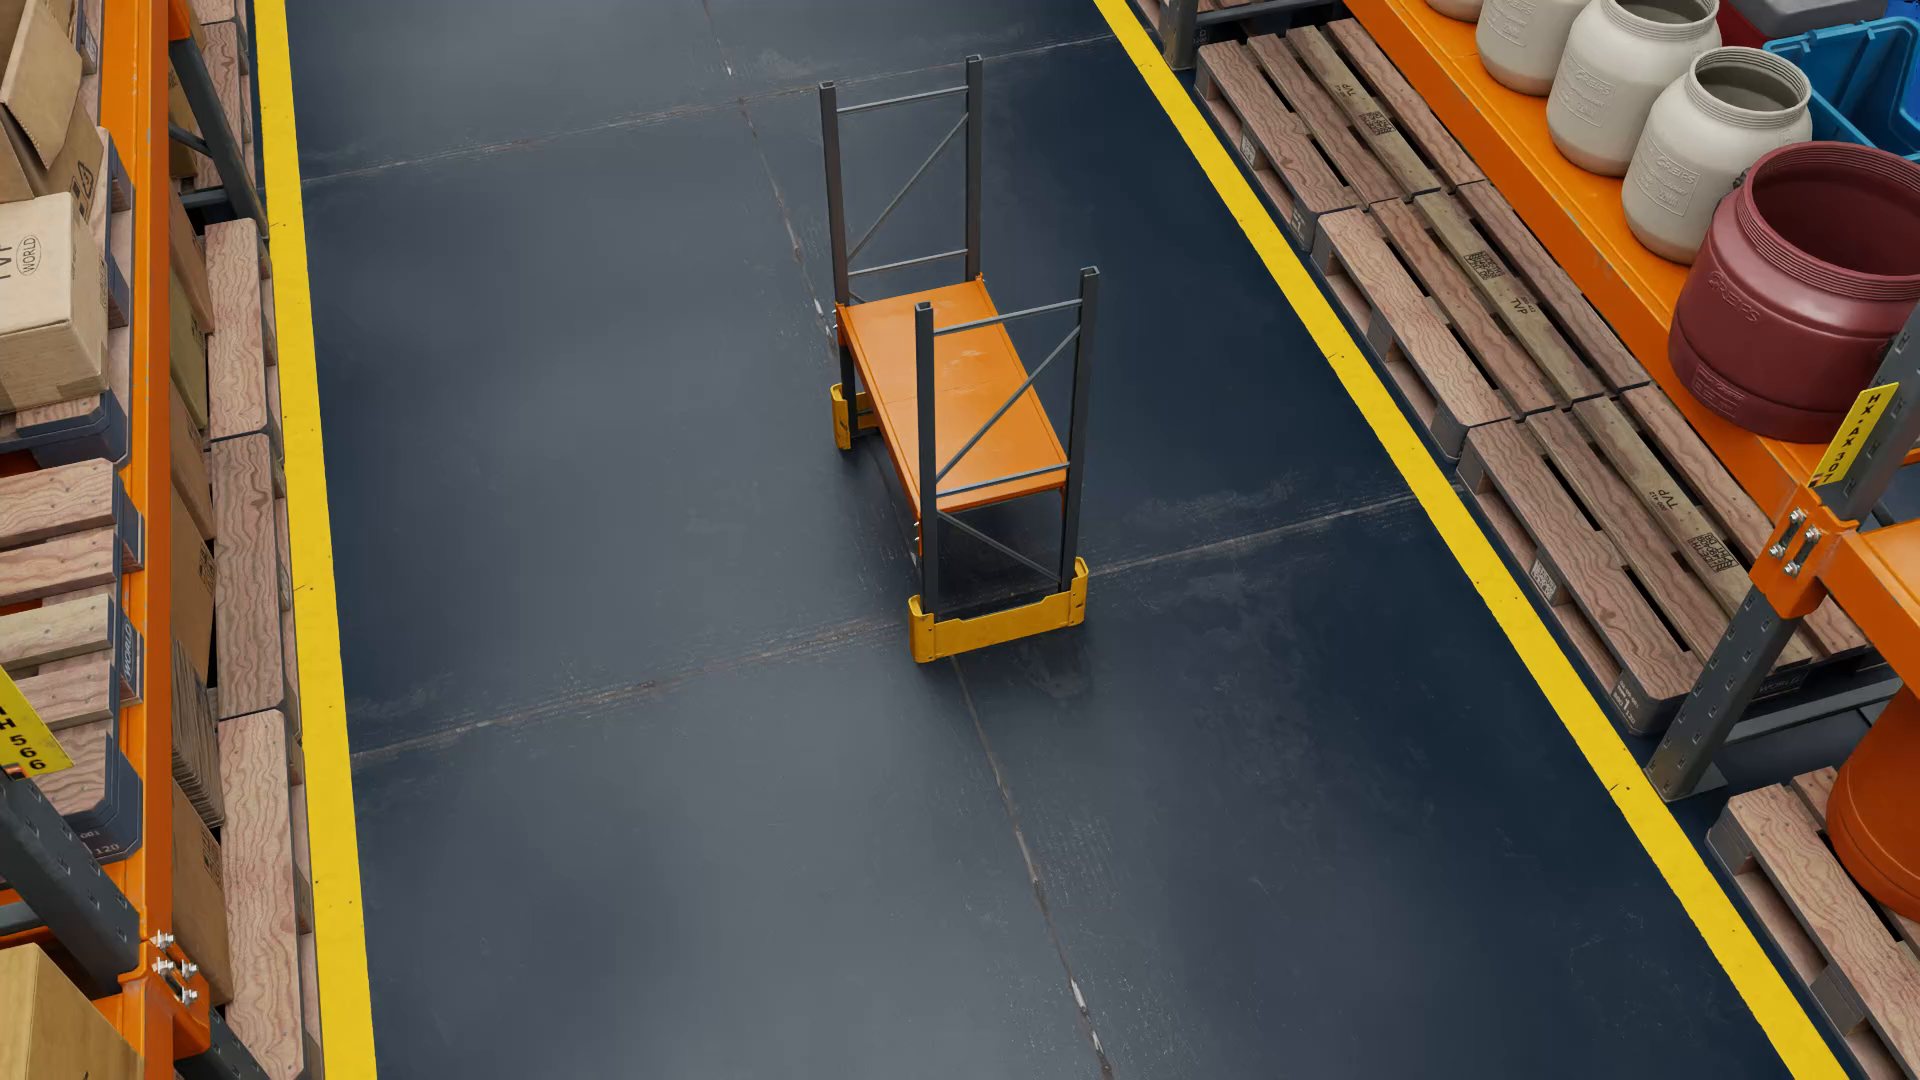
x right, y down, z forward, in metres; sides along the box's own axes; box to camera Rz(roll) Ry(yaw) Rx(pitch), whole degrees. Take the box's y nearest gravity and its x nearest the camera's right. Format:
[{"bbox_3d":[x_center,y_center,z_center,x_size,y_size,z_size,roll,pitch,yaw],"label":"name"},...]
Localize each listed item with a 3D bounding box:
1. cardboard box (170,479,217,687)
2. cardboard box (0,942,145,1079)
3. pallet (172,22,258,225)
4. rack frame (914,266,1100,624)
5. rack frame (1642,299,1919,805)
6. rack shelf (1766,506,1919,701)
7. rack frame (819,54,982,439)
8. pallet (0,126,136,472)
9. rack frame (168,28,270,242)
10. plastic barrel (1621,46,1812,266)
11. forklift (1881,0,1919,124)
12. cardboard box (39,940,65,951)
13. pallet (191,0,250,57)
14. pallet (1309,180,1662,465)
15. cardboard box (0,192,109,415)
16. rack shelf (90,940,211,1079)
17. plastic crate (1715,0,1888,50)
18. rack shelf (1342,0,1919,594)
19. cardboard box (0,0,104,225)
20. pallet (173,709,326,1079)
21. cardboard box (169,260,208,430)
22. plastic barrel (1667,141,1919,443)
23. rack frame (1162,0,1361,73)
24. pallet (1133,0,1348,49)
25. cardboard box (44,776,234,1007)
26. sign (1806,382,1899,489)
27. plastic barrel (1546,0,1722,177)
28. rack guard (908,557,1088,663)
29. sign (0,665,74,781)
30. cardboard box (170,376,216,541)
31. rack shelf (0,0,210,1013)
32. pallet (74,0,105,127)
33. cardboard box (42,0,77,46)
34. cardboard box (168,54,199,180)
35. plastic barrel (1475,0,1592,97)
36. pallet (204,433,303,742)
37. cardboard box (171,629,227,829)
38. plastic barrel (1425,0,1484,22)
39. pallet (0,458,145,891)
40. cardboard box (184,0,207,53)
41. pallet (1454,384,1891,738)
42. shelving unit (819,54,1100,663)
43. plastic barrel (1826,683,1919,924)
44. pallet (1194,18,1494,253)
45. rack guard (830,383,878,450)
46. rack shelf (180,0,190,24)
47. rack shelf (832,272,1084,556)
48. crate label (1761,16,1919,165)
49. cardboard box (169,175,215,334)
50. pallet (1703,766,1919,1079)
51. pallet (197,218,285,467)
[{"bbox_3d":[-2.694,0.167,4.995,0.700,0.500,0.500,-9,51,-8],"label":"cardboard box"},{"bbox_3d":[-1.743,1.074,2.817,0.500,0.500,0.500,-12,51,-10],"label":"cardboard box"},{"bbox_3d":[-3.541,-1.703,7.048,1.003,0.211,1.213,-13,51,-11],"label":"pallet"},{"bbox_3d":[0.125,-0.174,4.916,0.500,1.500,0.032,-13,51,-11],"label":"rack frame"},{"bbox_3d":[2.605,-0.318,4.056,1.000,3.000,0.127,-13,51,-11],"label":"rack frame"},{"bbox_3d":[3.197,1.375,3.100,1.077,0.370,4.000,-13,51,-11],"label":"rack shelf"},{"bbox_3d":[-0.176,-0.917,5.542,0.500,1.500,0.032,-13,51,-11],"label":"rack frame"},{"bbox_3d":[-2.750,-0.573,4.396,1.003,0.211,1.213,-13,51,-11],"label":"pallet"},{"bbox_3d":[-3.309,-2.119,5.575,1.000,3.000,0.127,-13,51,-11],"label":"rack frame"},{"bbox_3d":[2.097,-1.057,4.606,0.421,0.512,0.421,0,50,0],"label":"plastic barrel"},{"bbox_3d":[5.053,-2.446,5.895,3.031,2.935,1.130,14,51,12],"label":"forklift"},{"bbox_3d":[-2.353,0.742,4.019,0.500,0.250,0.500,-11,51,-9],"label":"cardboard box"},{"bbox_3d":[-3.906,-2.596,7.800,1.003,0.211,1.213,-13,51,-11],"label":"pallet"},{"bbox_3d":[2.056,-0.883,6.356,1.003,0.211,1.213,-13,51,-11],"label":"pallet"},{"bbox_3d":[-2.402,-0.561,4.084,0.500,0.250,0.500,-15,51,-12],"label":"cardboard box"},{"bbox_3d":[-1.535,2.495,2.155,1.077,0.370,4.000,-13,51,-11],"label":"rack shelf"},{"bbox_3d":[2.420,-1.588,5.085,0.402,0.464,0.583,-13,51,-11],"label":"plastic crate"},{"bbox_3d":[2.014,-1.547,5.562,1.077,0.370,4.000,-13,51,-11],"label":"rack shelf"},{"bbox_3d":[-2.708,-1.043,4.325,0.797,0.503,0.637,-9,50,-7],"label":"cardboard box"},{"bbox_3d":[-2.356,1.130,4.659,1.003,0.211,1.213,-13,51,-11],"label":"pallet"},{"bbox_3d":[-3.025,-0.649,5.683,0.700,0.500,0.500,-14,51,-11],"label":"cardboard box"},{"bbox_3d":[2.179,-0.632,4.232,0.600,0.536,0.708,-13,51,-11],"label":"plastic barrel"},{"bbox_3d":[1.423,-3.239,6.519,1.000,3.000,0.127,-13,51,-11],"label":"rack frame"},{"bbox_3d":[1.264,-2.840,8.006,1.003,0.211,1.213,-13,51,-11],"label":"pallet"},{"bbox_3d":[-2.343,0.981,4.308,0.700,0.500,0.500,-16,52,-13],"label":"cardboard box"},{"bbox_3d":[2.082,-0.241,3.884,0.100,0.325,0.005,-13,51,-11],"label":"sign"},{"bbox_3d":[1.973,-1.364,4.865,0.421,0.512,0.421,0,50,0],"label":"plastic barrel"},{"bbox_3d":[0.125,0.227,5.395,0.587,0.250,0.087,-13,51,-11],"label":"rack guard"},{"bbox_3d":[-1.597,0.301,2.777,0.100,0.325,0.005,-13,51,-11],"label":"sign"},{"bbox_3d":[-2.859,-0.241,5.338,0.700,0.500,0.500,-17,52,-14],"label":"cardboard box"},{"bbox_3d":[-2.717,-0.427,4.618,1.077,0.370,4.000,-13,51,-11],"label":"rack shelf"},{"bbox_3d":[-3.222,-1.466,5.150,1.003,0.211,1.213,-13,51,-11],"label":"pallet"},{"bbox_3d":[-3.208,-1.836,4.669,1.000,1.000,1.000,-13,51,-11],"label":"cardboard box"},{"bbox_3d":[-3.389,-1.750,6.624,0.500,0.500,0.500,-15,51,-12],"label":"cardboard box"},{"bbox_3d":[1.841,-1.683,5.118,0.433,0.535,0.433,0,50,0],"label":"plastic barrel"},{"bbox_3d":[-2.713,0.240,5.409,1.003,0.211,1.213,-13,51,-11],"label":"pallet"},{"bbox_3d":[-2.519,0.579,4.647,0.700,0.500,0.500,-17,52,-14],"label":"cardboard box"},{"bbox_3d":[1.713,-1.999,5.384,0.433,0.535,0.433,0,50,0],"label":"plastic barrel"},{"bbox_3d":[-2.438,0.368,3.604,1.213,0.211,1.003,-13,51,-11],"label":"pallet"},{"bbox_3d":[-3.566,-2.167,6.975,0.500,0.500,0.500,1,50,1],"label":"cardboard box"},{"bbox_3d":[2.413,0.007,5.606,1.003,0.211,1.213,-13,51,-11],"label":"pallet"},{"bbox_3d":[-0.023,-0.539,5.224,0.587,1.500,1.083,-13,51,-11],"label":"shelving unit"},{"bbox_3d":[2.766,0.600,4.427,0.600,0.830,0.708,-13,51,-11],"label":"plastic barrel"},{"bbox_3d":[1.692,-1.776,7.109,1.003,0.211,1.213,-13,51,-11],"label":"pallet"},{"bbox_3d":[-0.170,-0.500,6.008,0.587,0.250,0.087,-13,51,-11],"label":"rack guard"},{"bbox_3d":[-3.900,-3.348,7.081,1.077,0.370,4.000,-13,51,-11],"label":"rack shelf"},{"bbox_3d":[-0.025,-0.430,5.367,0.538,0.185,1.000,-13,51,-11],"label":"rack shelf"},{"bbox_3d":[2.570,-1.116,4.706,0.502,0.435,0.616,-13,51,-11],"label":"crate label"},{"bbox_3d":[-3.148,-1.002,5.980,0.700,0.500,0.500,-17,52,-14],"label":"cardboard box"},{"bbox_3d":[2.878,1.147,4.645,1.003,0.211,1.213,-13,51,-11],"label":"pallet"},{"bbox_3d":[-3.077,-0.652,6.162,1.003,0.211,1.213,-13,51,-11],"label":"pallet"}]
